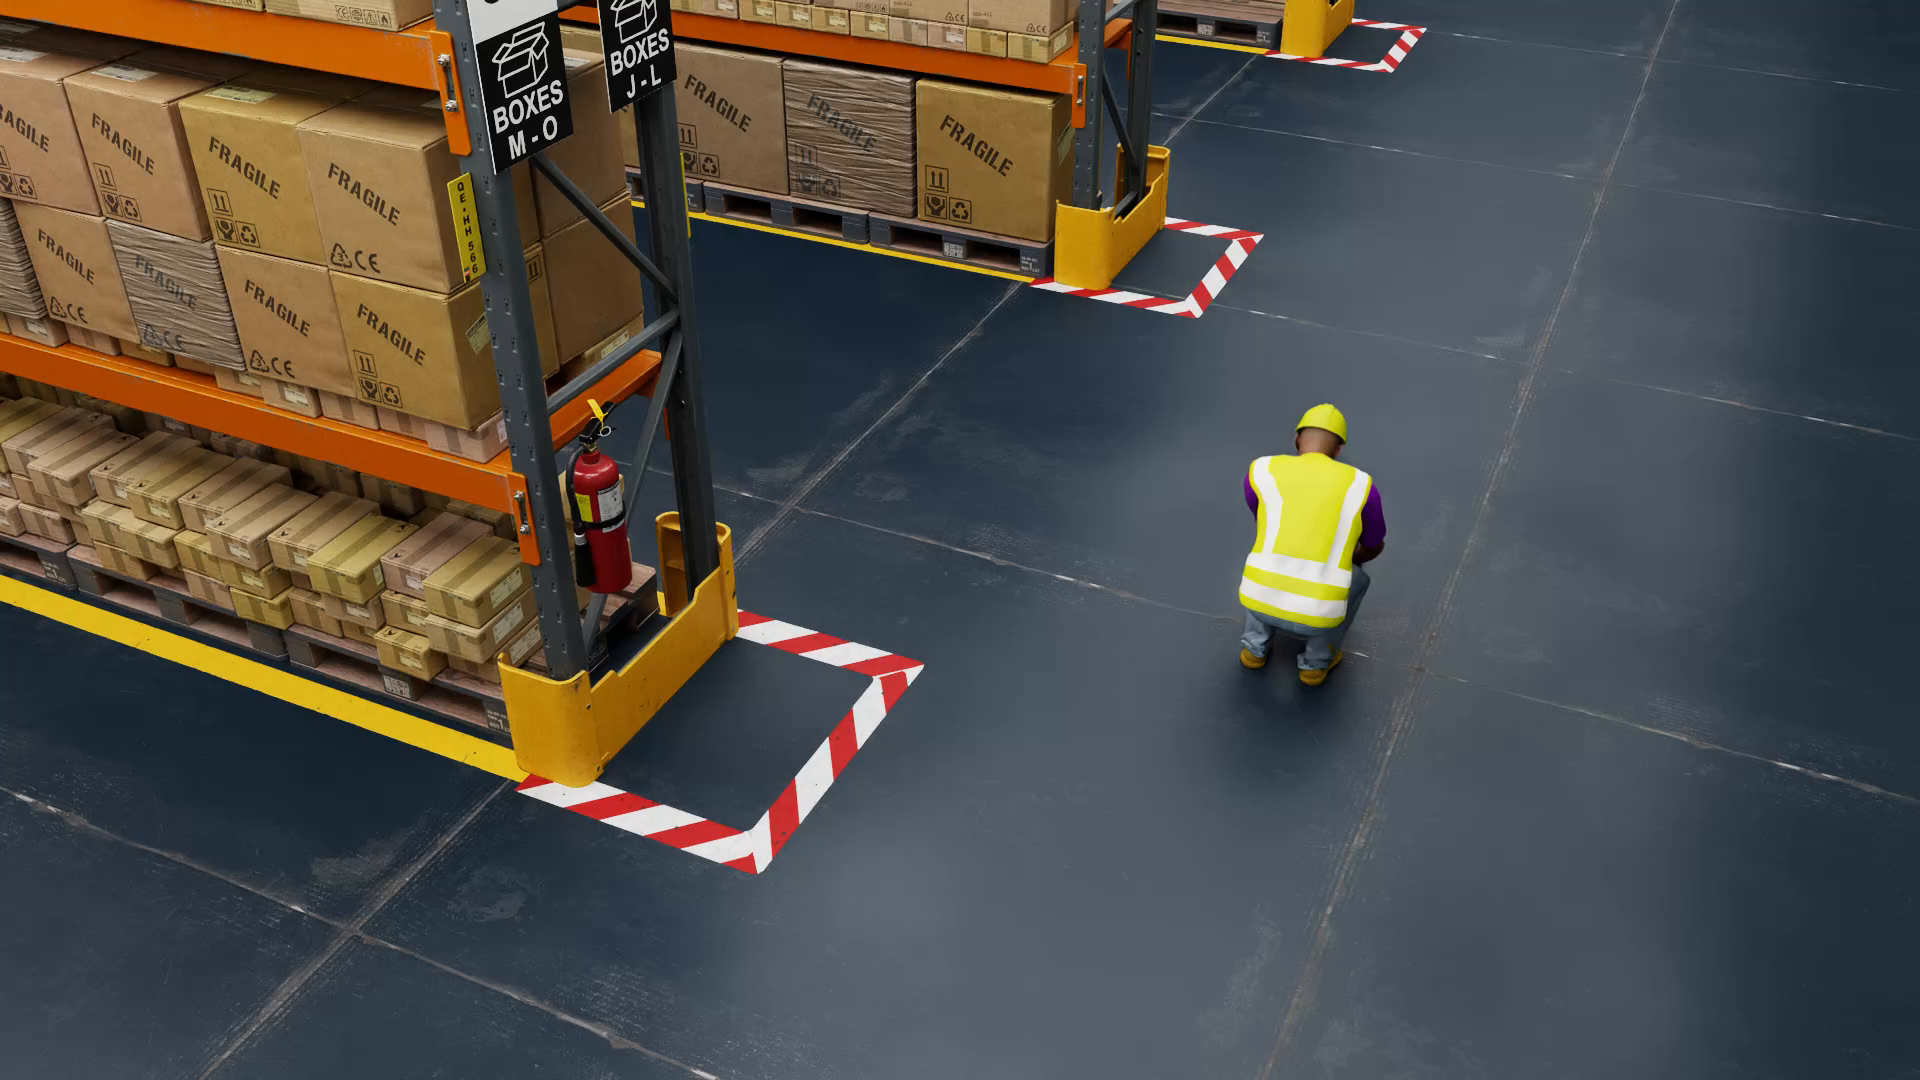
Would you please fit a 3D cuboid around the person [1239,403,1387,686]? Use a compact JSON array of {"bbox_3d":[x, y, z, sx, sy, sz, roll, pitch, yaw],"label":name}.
[{"bbox_3d":[1.418,0.007,6.813,0.586,0.999,0.881,14,36,20],"label":"person"}]
